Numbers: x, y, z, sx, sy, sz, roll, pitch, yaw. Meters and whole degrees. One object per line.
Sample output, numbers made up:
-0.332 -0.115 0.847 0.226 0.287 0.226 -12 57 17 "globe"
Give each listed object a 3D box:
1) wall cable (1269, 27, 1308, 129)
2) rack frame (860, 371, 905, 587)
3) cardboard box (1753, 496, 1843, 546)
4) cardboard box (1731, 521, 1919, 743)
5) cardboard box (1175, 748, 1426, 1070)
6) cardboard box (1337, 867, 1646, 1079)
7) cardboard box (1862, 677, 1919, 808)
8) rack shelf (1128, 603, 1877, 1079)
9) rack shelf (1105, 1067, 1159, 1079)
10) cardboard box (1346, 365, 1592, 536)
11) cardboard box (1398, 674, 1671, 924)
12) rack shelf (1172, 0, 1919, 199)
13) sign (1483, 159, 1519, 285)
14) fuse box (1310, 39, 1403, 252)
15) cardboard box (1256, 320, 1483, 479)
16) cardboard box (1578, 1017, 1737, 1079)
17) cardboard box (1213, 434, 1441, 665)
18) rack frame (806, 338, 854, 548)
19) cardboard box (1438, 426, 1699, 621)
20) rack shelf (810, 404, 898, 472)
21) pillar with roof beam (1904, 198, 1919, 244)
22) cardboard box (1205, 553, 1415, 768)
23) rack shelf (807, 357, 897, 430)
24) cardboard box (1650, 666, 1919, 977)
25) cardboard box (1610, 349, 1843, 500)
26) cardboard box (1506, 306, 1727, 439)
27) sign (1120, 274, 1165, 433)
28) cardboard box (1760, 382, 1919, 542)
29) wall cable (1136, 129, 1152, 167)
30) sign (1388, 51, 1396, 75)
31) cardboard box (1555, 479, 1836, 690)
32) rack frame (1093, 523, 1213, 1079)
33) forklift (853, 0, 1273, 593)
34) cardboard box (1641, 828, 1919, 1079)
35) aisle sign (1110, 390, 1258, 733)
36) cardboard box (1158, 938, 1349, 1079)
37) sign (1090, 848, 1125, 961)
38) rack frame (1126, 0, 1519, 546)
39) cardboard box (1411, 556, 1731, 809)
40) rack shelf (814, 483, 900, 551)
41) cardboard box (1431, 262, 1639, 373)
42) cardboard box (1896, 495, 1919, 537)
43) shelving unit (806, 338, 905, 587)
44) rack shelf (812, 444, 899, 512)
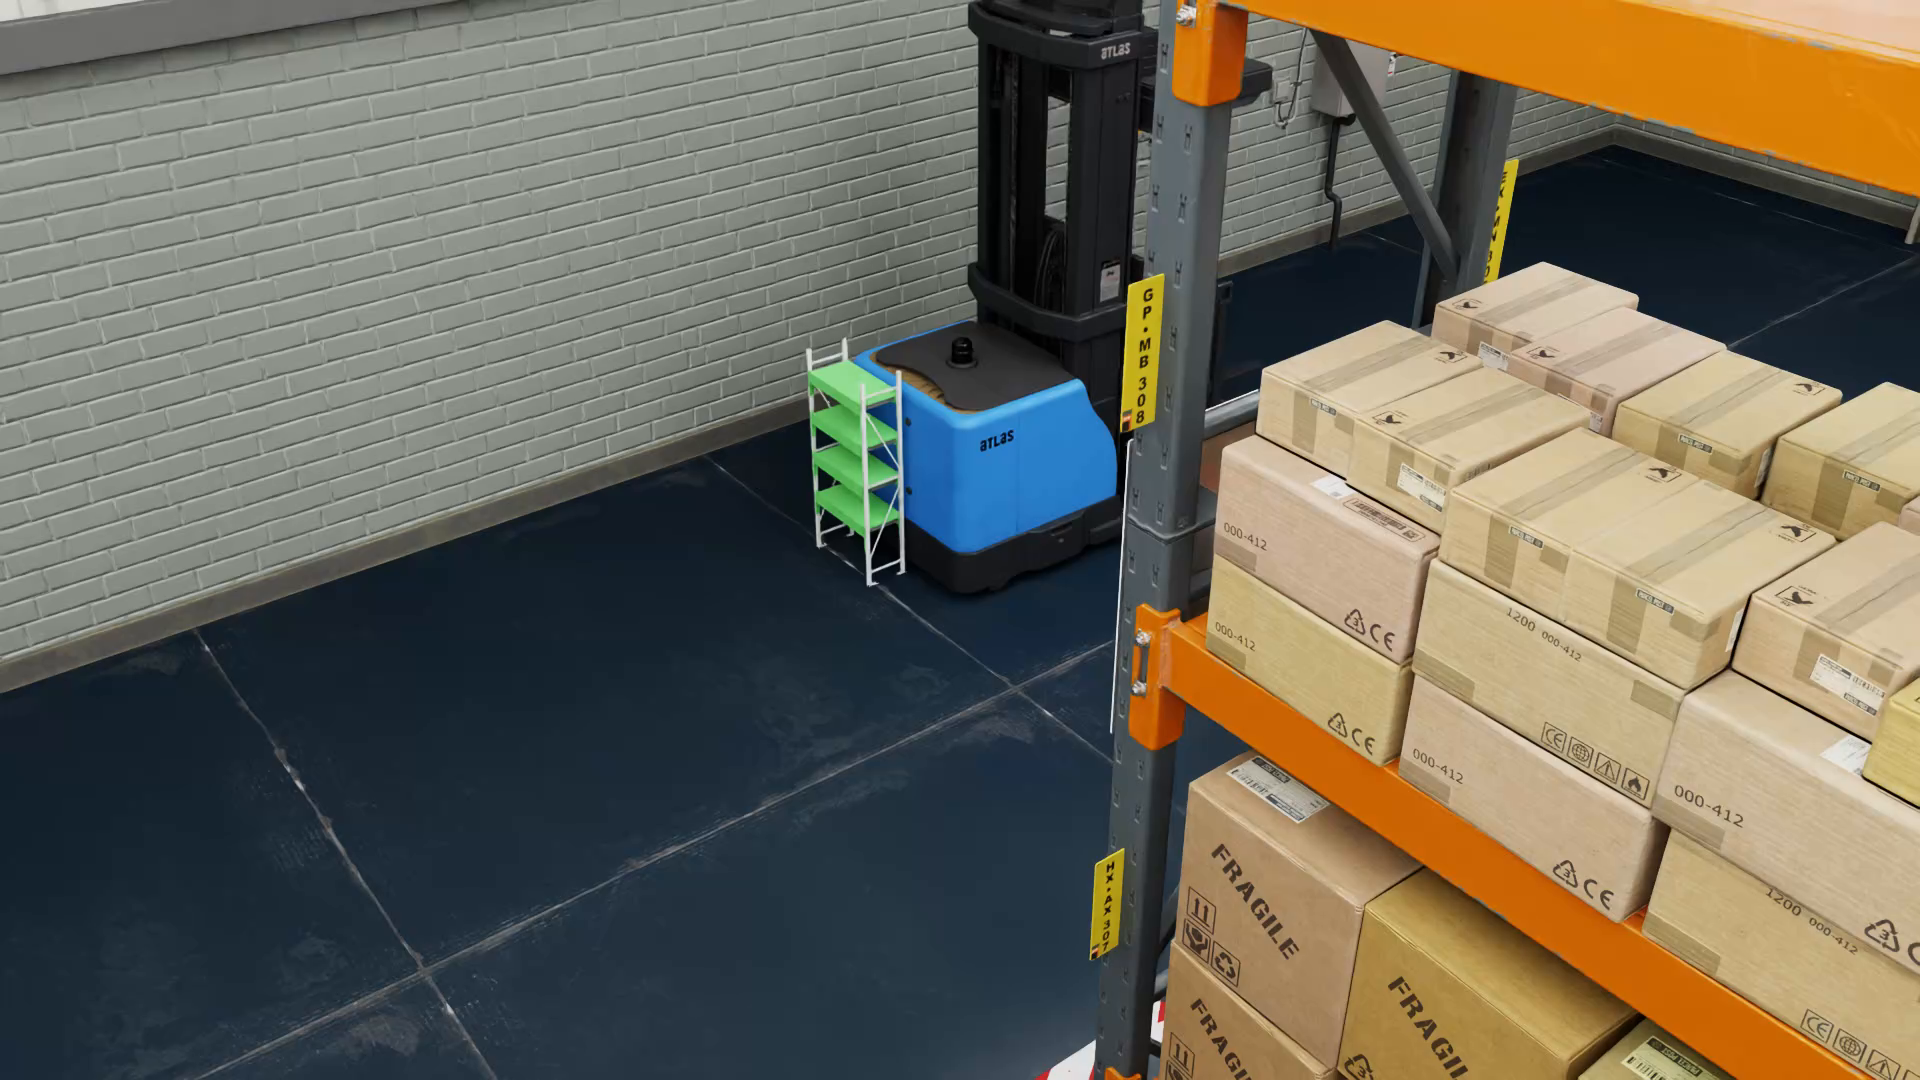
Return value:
2.281 -3.783 11.535 0.588 1.984 0.122 -22 38 -31 "wall cable"
-0.396 -0.299 8.595 0.240 1.200 0.015 -22 38 -31 "rack frame"
1.594 -0.002 3.236 0.500 0.250 0.500 -23 39 -33 "cardboard box"
1.455 0.138 2.632 0.380 0.149 0.250 -21 38 -30 "cardboard box"
0.861 0.778 3.831 0.500 0.500 0.500 -23 38 -32 "cardboard box"
1.176 0.986 3.495 0.500 0.500 0.500 -21 38 -30 "cardboard box"
1.542 0.279 2.406 0.380 0.149 0.250 -21 38 -30 "cardboard box"
2.022 0.963 2.695 1.077 0.370 4.000 -22 38 -31 "rack shelf"
2.022 2.237 3.487 1.077 0.370 4.000 -22 38 -31 "rack shelf"
0.957 -0.174 3.134 0.380 0.149 0.250 -21 37 -30 "cardboard box"
1.189 0.378 3.097 0.500 0.250 0.500 -21 37 -30 "cardboard box"
2.022 -0.310 1.905 1.077 0.370 4.000 -22 38 -31 "rack shelf"
1.247 -0.723 3.890 0.100 0.325 0.005 -22 38 -31 "sign"
2.917 -2.959 12.393 0.539 1.711 0.414 -22 38 -31 "fuse box"
0.815 -0.285 3.314 0.380 0.149 0.250 -23 38 -32 "cardboard box"
1.477 1.210 3.135 0.500 0.500 0.500 -23 39 -32 "cardboard box"
0.866 -0.054 3.319 0.500 0.250 0.500 -22 38 -31 "cardboard box"
-0.691 -0.505 8.925 0.240 1.200 0.015 -22 38 -31 "rack frame"
1.066 -0.037 2.913 0.380 0.149 0.250 -22 38 -31 "cardboard box"
-0.544 -0.552 8.667 0.258 0.148 0.480 -22 38 -31 "rack shelf"
4.221 -4.724 8.327 9.100 9.000 0.400 -22 38 -31 "pillar with roof beam"
0.869 0.157 3.453 0.500 0.250 0.500 -21 37 -30 "cardboard box"
-0.544 -0.755 8.540 0.258 0.148 0.480 -22 38 -31 "rack shelf"
1.481 0.374 2.630 0.500 0.250 0.500 -22 38 -31 "cardboard box"
1.464 -0.209 3.192 0.380 0.149 0.250 -24 39 -33 "cardboard box"
1.323 -0.323 3.375 0.380 0.149 0.250 -22 38 -31 "cardboard box"
0.367 -0.372 3.334 0.100 0.325 0.005 -22 38 -31 "sign"
1.711 -0.134 3.071 0.380 0.149 0.250 -22 38 -31 "cardboard box"
1.168 -3.333 10.780 0.585 1.953 0.123 -22 38 -31 "wall cable"
3.180 -3.713 12.475 0.329 0.494 0.001 -22 38 -31 "sign"
1.214 0.065 2.750 0.380 0.149 0.250 -22 38 -31 "cardboard box"
0.796 1.098 4.639 1.000 3.000 0.127 -22 38 -31 "rack frame"
0.900 -1.585 9.024 3.031 2.935 1.130 -22 38 -31 "forklift"
1.515 0.589 2.758 0.500 0.250 0.500 -24 39 -33 "cardboard box"
0.514 0.060 3.846 0.394 0.787 0.004 -22 38 -31 "aisle sign"
0.853 1.206 4.089 0.500 0.500 0.500 -20 37 -29 "cardboard box"
0.367 0.906 4.128 0.100 0.325 0.005 -22 38 -31 "sign"
0.796 -1.450 3.056 1.000 3.000 0.127 -22 38 -31 "rack frame"
1.181 0.159 2.975 0.500 0.250 0.500 -23 38 -32 "cardboard box"
-0.543 -0.144 8.920 0.258 0.148 0.480 -22 38 -31 "rack shelf"
1.232 -0.451 3.580 0.380 0.149 0.250 -23 38 -32 "cardboard box"
1.819 -0.009 2.869 0.380 0.149 0.250 -23 39 -32 "cardboard box"
-0.544 -0.402 8.760 0.258 1.200 0.503 -22 38 -31 "shelving unit"
-0.544 -0.348 8.794 0.258 0.148 0.480 -22 38 -31 "rack shelf"
